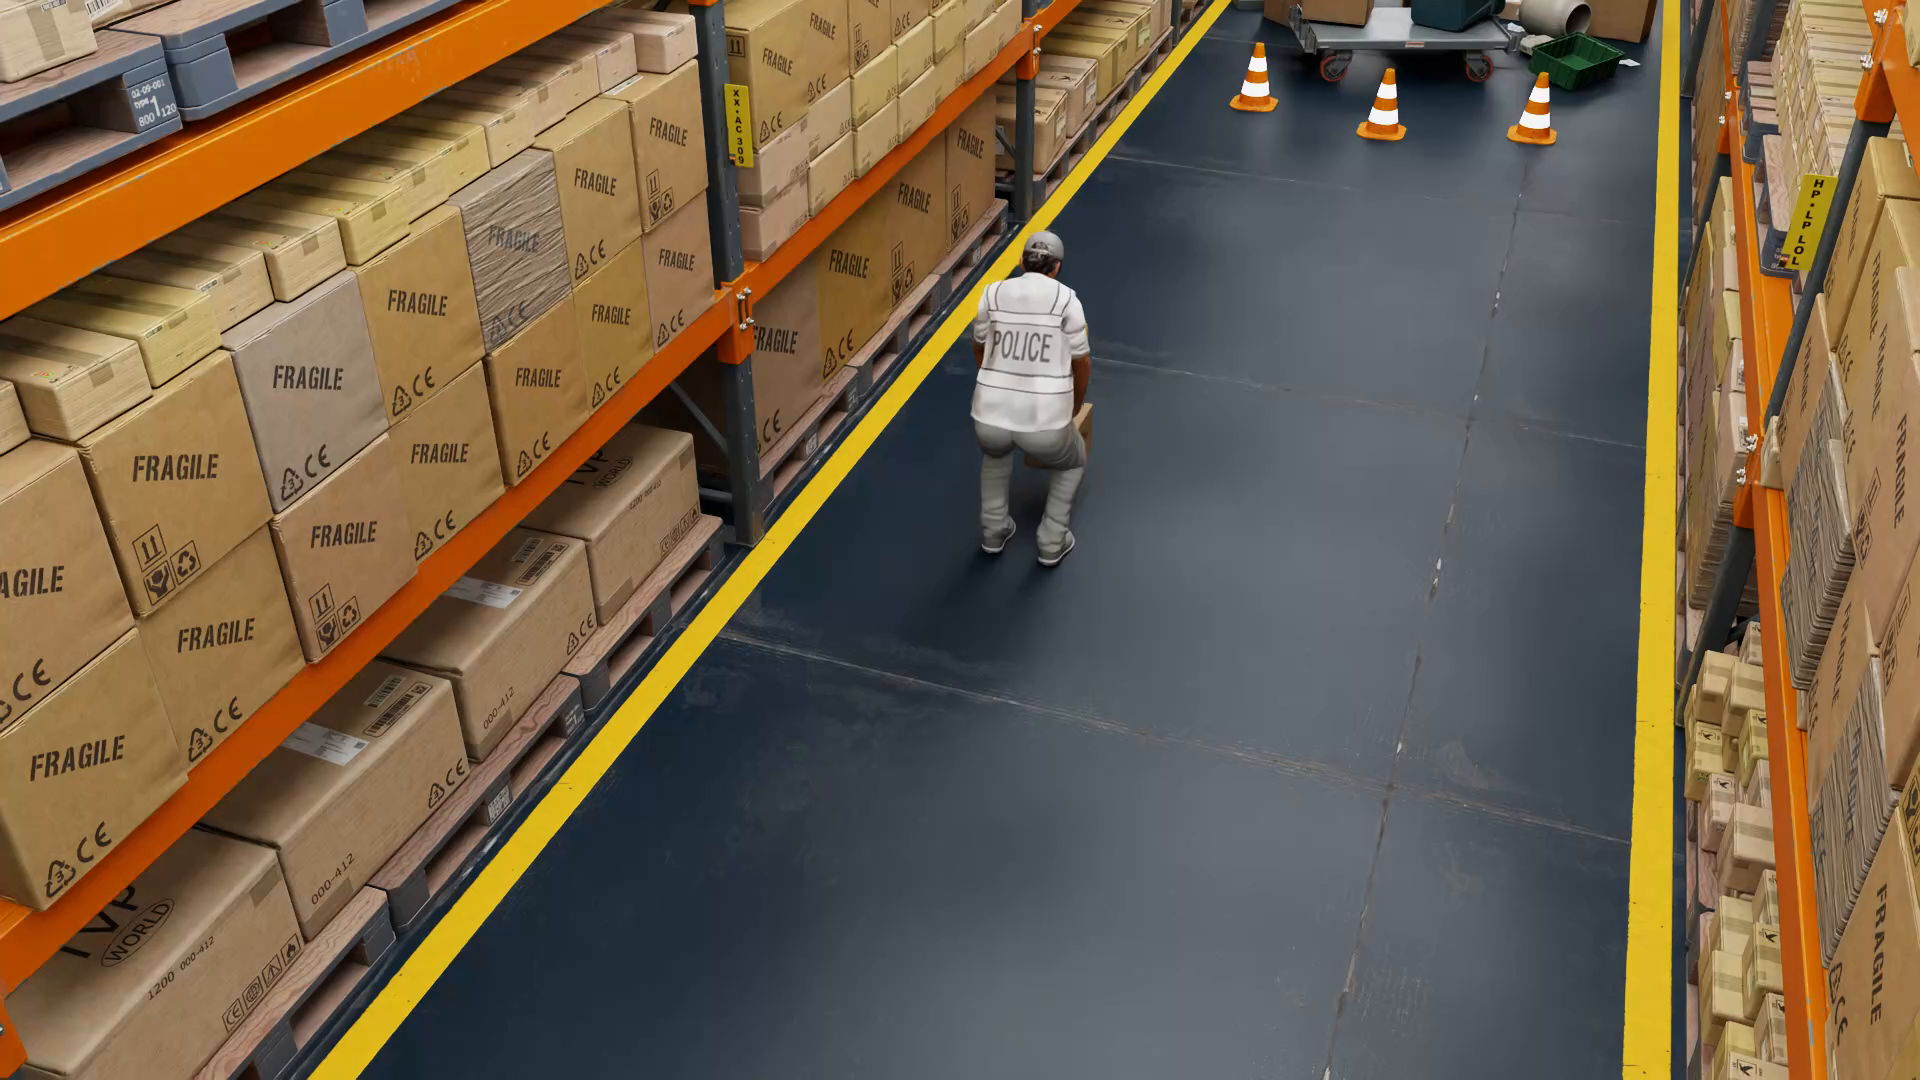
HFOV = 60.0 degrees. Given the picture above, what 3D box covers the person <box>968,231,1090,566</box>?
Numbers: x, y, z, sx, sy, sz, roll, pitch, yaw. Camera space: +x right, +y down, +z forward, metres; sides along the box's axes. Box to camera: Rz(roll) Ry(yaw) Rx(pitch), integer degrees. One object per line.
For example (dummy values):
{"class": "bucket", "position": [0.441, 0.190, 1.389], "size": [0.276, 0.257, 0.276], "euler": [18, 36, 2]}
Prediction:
{"class": "person", "position": [0.285, -0.595, 7.261], "size": [0.533, 1.432, 0.691], "euler": [11, 35, 17]}
